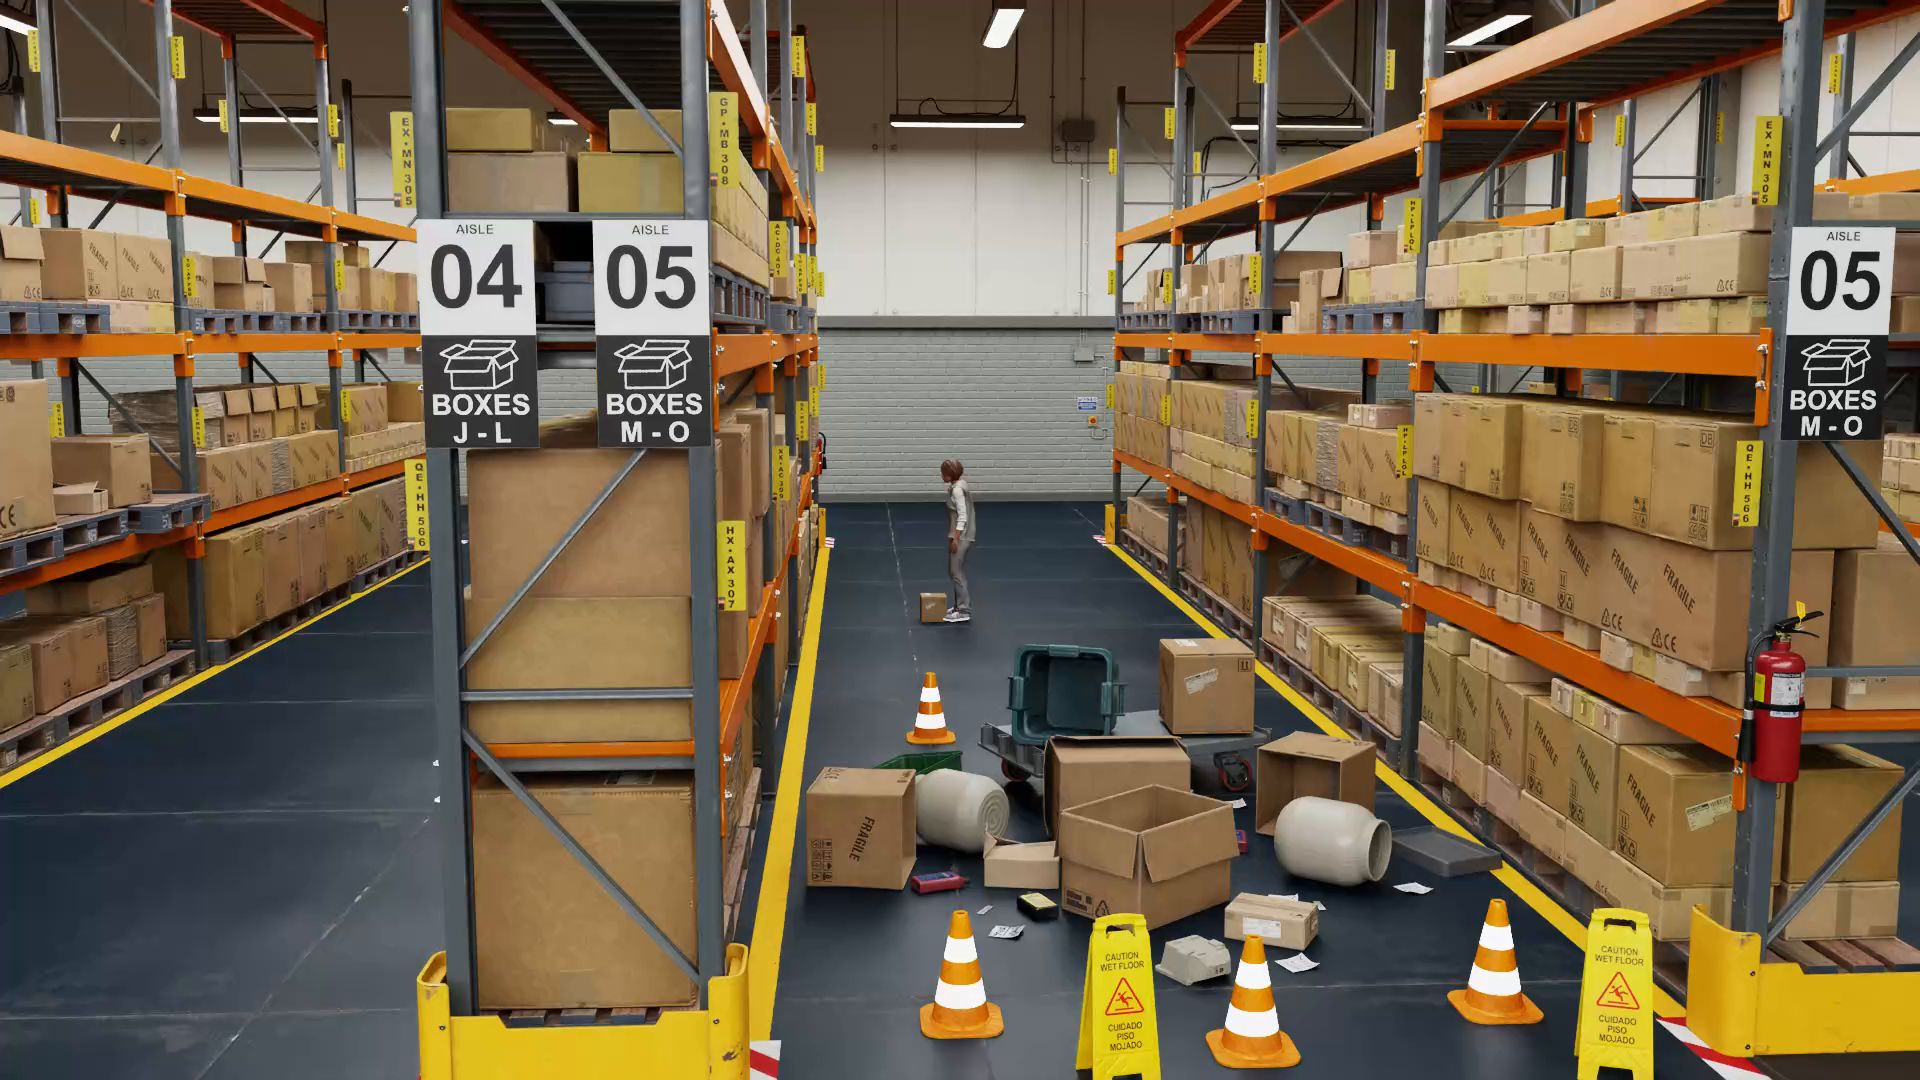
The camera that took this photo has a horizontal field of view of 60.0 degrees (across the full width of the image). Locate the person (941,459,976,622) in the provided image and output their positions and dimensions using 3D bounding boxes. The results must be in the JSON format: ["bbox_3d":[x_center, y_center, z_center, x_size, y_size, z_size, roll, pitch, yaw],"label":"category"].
[{"bbox_3d":[-0.020,-0.004,16.338,0.344,1.592,0.460,0,7,-3],"label":"person"}]
